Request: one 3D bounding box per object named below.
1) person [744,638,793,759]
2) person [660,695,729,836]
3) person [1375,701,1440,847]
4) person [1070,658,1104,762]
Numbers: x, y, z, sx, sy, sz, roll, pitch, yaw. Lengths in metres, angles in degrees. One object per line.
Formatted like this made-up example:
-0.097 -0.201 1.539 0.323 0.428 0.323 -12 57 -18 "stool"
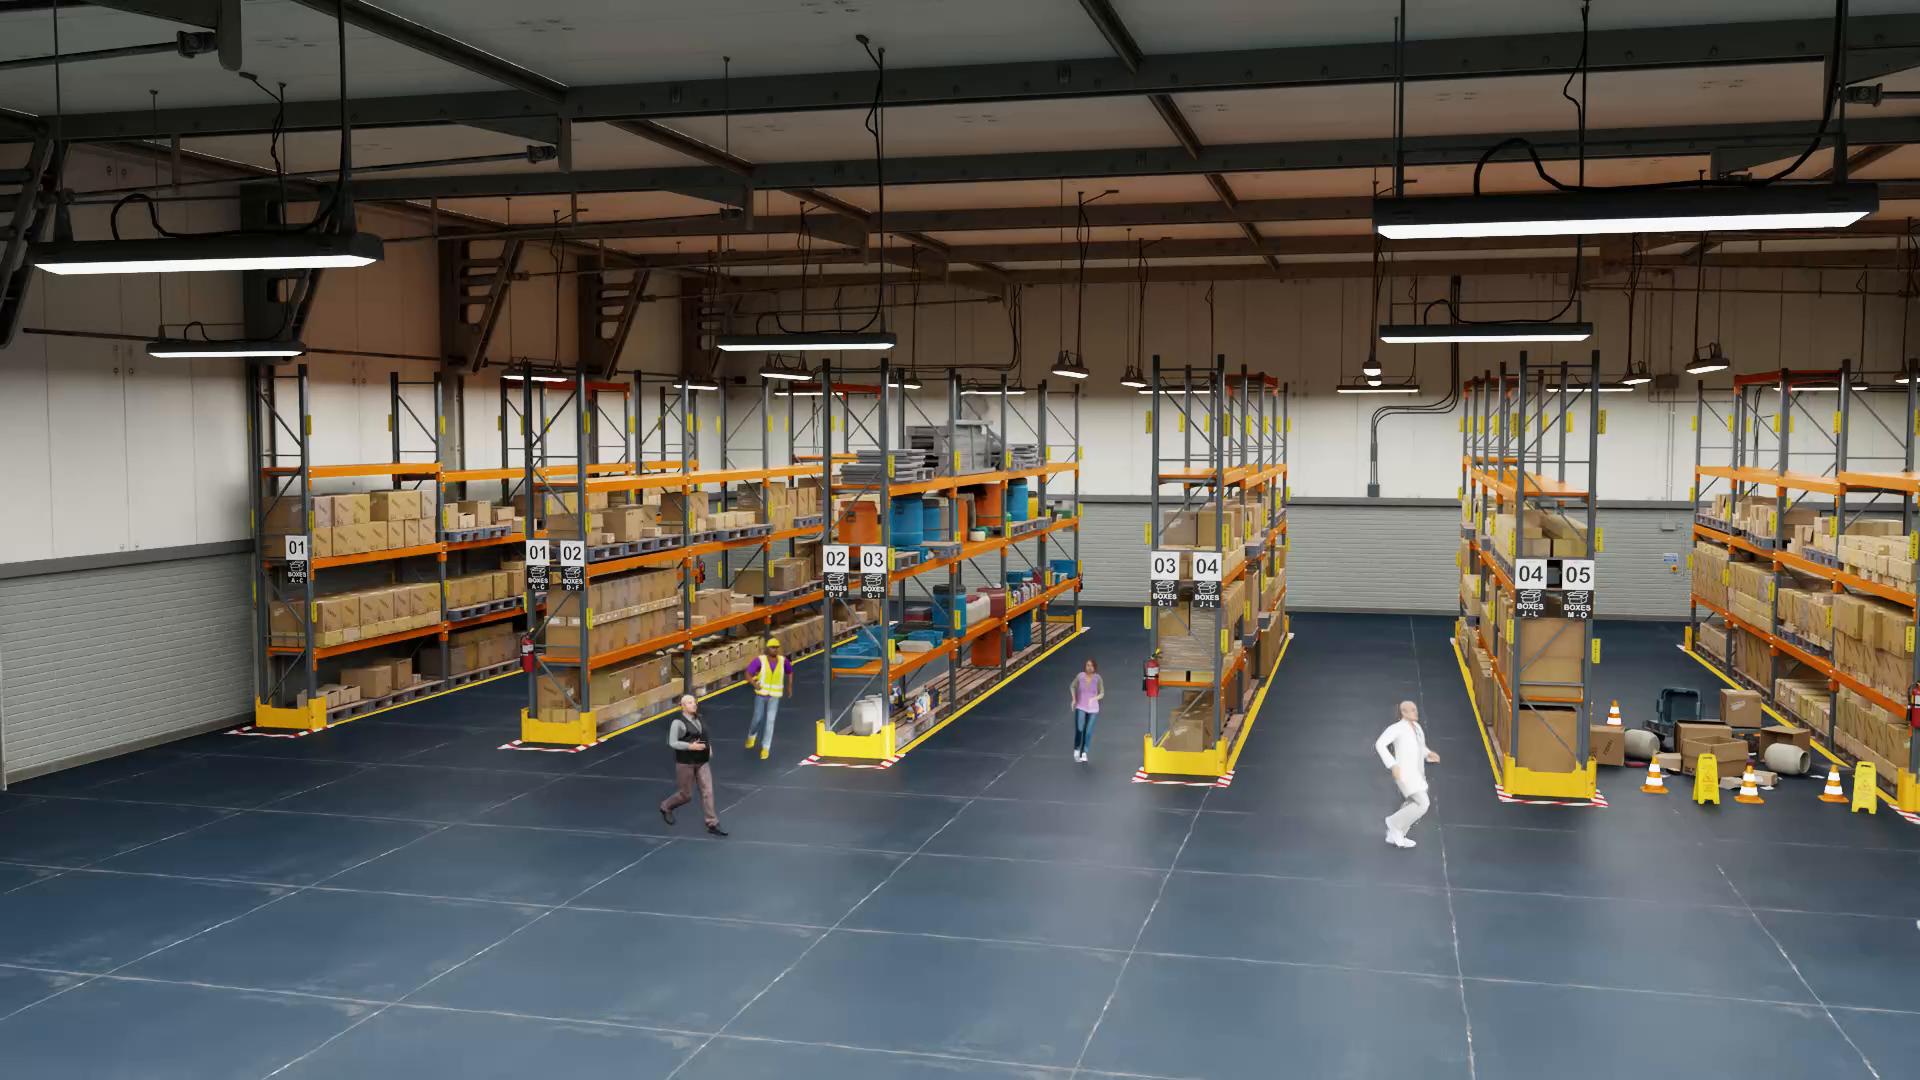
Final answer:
-2.897 2.373 25.291 0.758 1.752 0.957 -1 4 -10 "person"
-3.243 2.726 20.284 1.054 1.681 0.672 3 5 40 "person"
5.325 2.770 19.598 0.672 1.740 0.690 4 5 43 "person"
1.875 2.519 24.602 0.513 1.553 0.622 0 4 4 "person"
